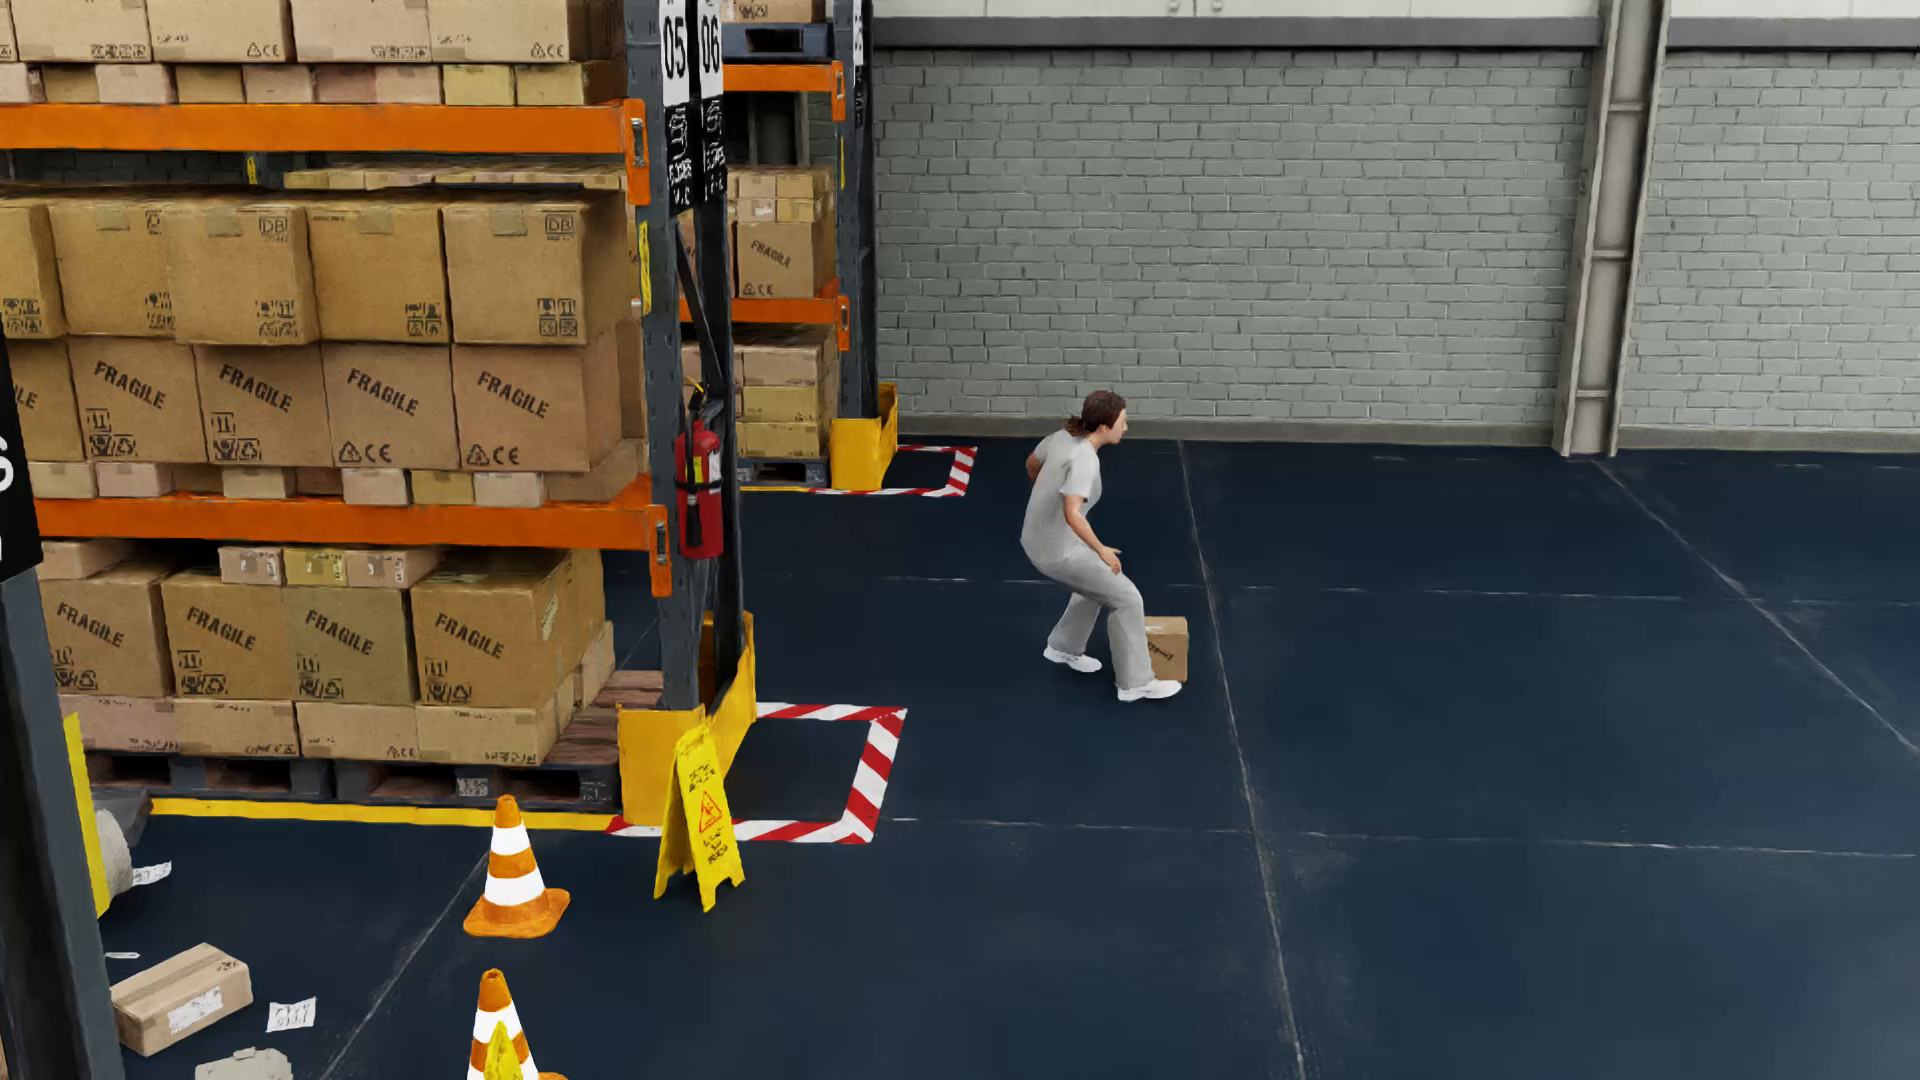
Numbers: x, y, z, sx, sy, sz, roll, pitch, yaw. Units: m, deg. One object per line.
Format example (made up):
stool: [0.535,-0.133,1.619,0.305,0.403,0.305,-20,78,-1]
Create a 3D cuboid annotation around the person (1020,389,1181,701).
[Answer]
person: [0.659,0.010,7.814,0.730,1.485,0.667,-3,18,-10]
